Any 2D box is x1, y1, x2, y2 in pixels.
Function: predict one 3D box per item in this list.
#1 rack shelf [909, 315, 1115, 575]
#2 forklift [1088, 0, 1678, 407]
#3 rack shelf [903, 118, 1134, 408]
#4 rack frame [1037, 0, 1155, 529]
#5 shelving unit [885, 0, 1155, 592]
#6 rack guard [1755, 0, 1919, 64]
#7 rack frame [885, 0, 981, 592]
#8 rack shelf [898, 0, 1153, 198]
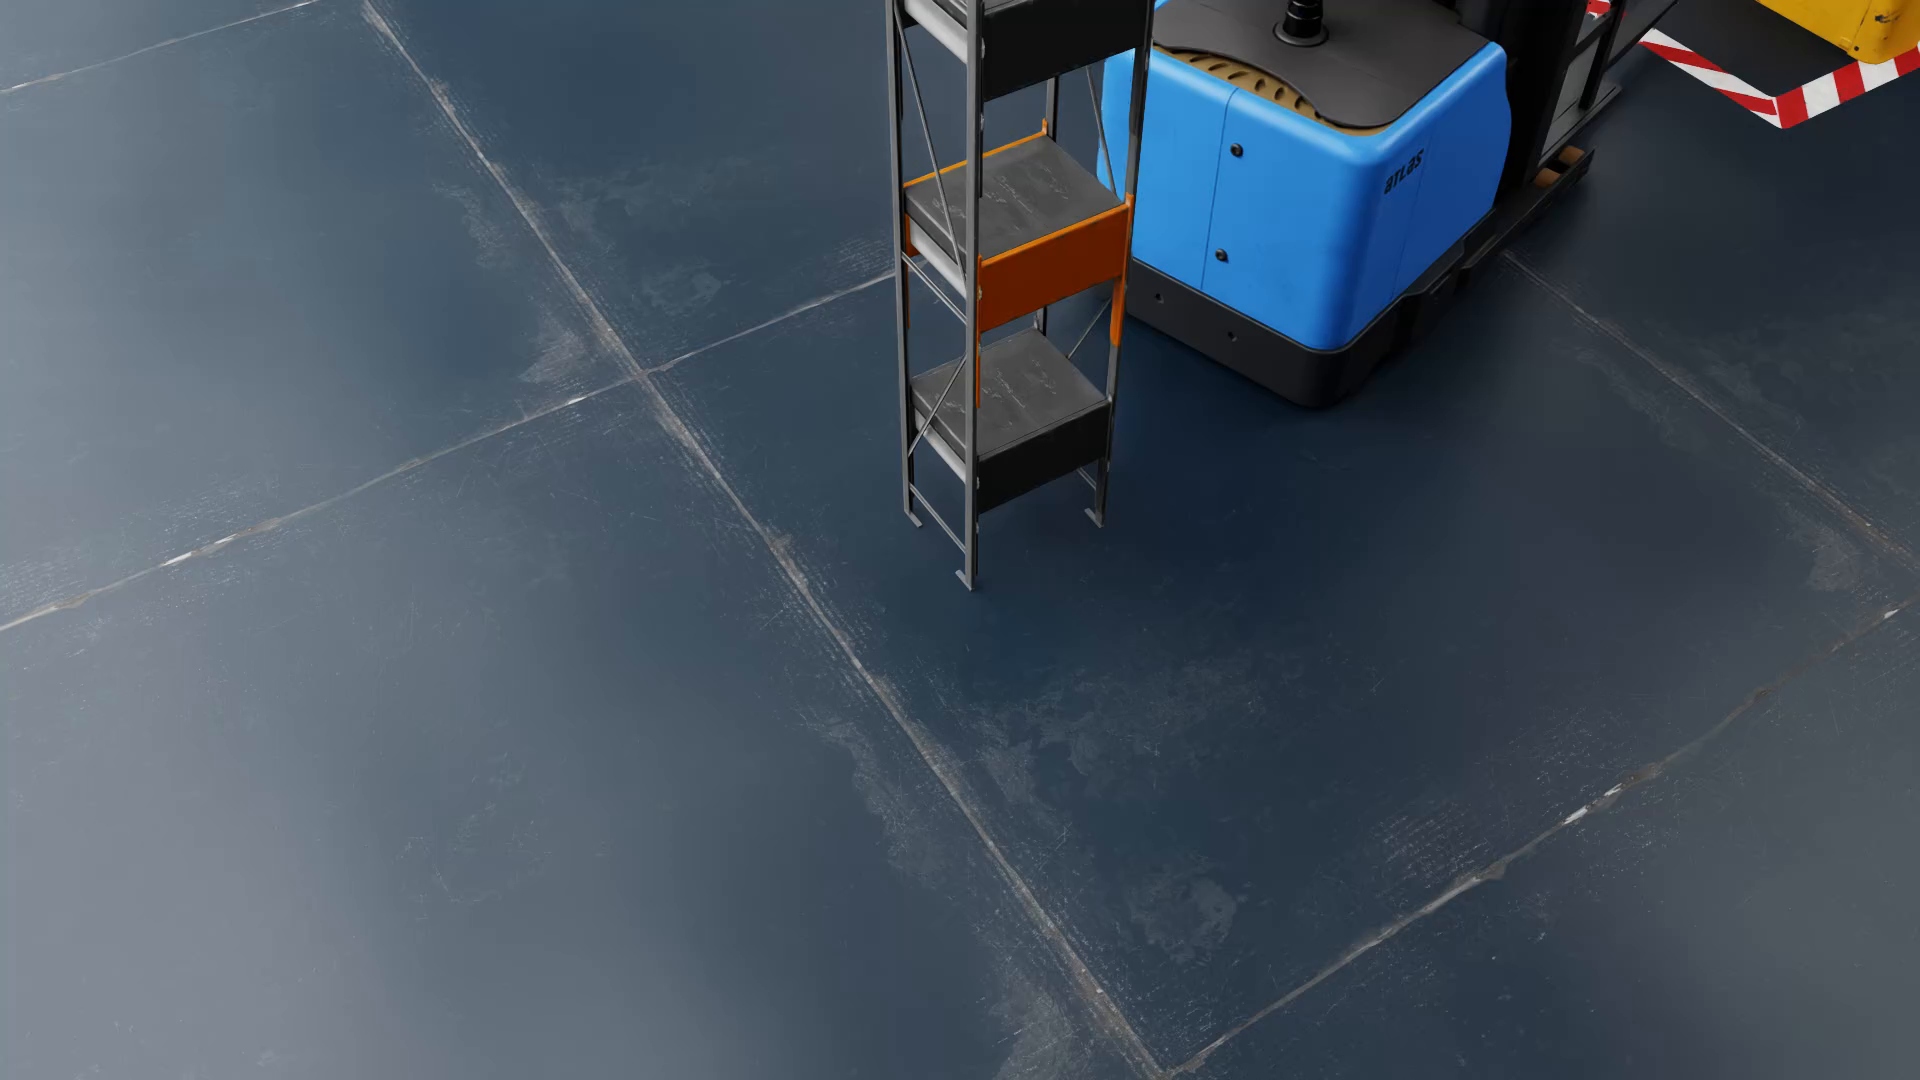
[{"bbox_3d":[0.140,-0.290,5.058,0.480,0.518,0.431,-25,53,-21],"label":"rack shelf"},{"bbox_3d":[1.791,-2.448,5.467,1.130,2.935,3.031,33,56,26],"label":"forklift"},{"bbox_3d":[0.140,-0.755,4.535,0.480,0.518,0.431,-25,53,-21],"label":"rack shelf"},{"bbox_3d":[0.346,-0.861,4.611,0.015,2.100,0.400,-25,53,-21],"label":"rack frame"},{"bbox_3d":[0.140,-0.764,4.525,0.503,2.100,0.431,-25,53,-21],"label":"shelving unit"},{"bbox_3d":[3.687,-2.600,7.231,0.348,0.500,1.175,-25,53,-21],"label":"rack guard"},{"bbox_3d":[-0.066,-0.667,4.438,0.015,2.100,0.400,-25,53,-21],"label":"rack frame"},{"bbox_3d":[0.140,-1.221,4.012,0.480,0.518,0.431,-25,53,-21],"label":"rack shelf"}]
